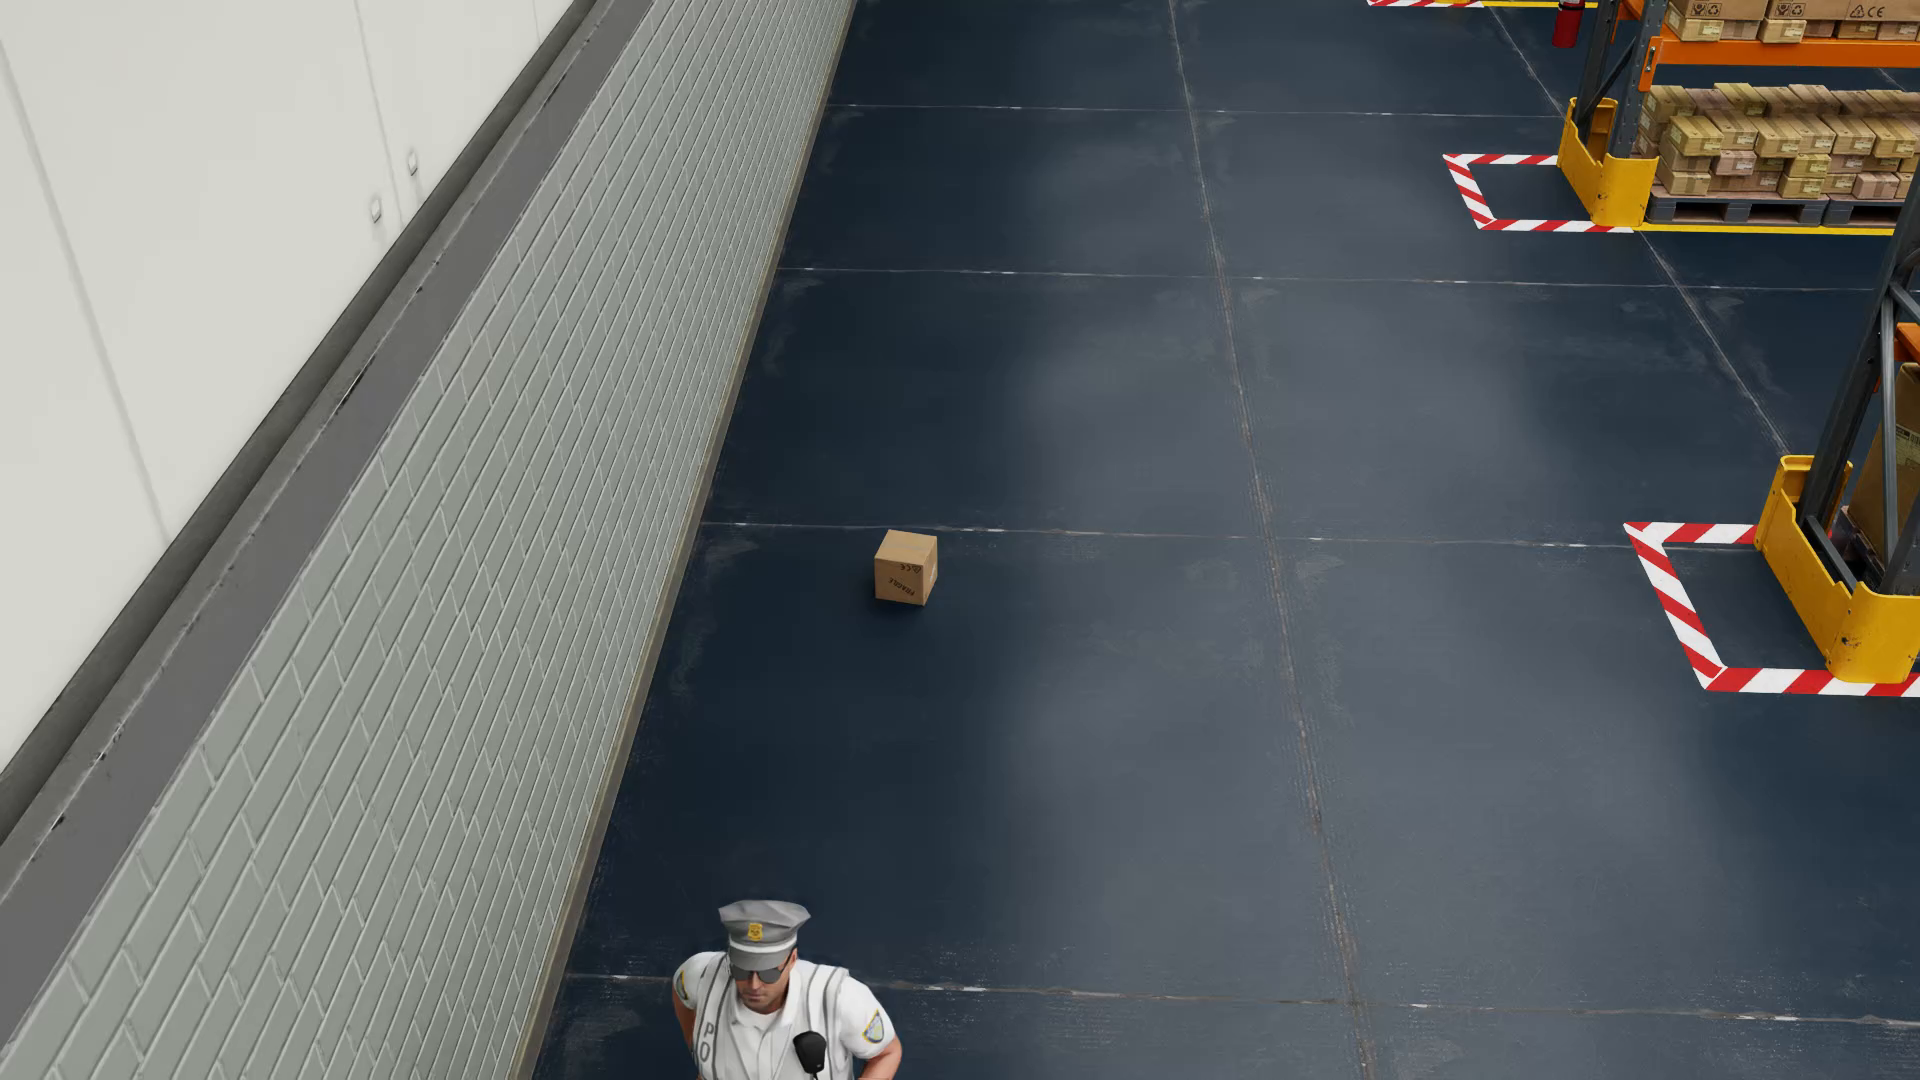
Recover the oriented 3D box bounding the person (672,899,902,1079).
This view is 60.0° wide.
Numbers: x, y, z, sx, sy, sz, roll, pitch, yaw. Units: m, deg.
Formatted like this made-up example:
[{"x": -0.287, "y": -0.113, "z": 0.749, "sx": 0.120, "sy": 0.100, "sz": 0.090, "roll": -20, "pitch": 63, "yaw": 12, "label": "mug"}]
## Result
[{"x": -0.478, "y": 1.761, "z": 4.658, "sx": 0.658, "sy": 1.704, "sz": 0.918, "roll": -2, "pitch": 36, "yaw": -3, "label": "person"}]
